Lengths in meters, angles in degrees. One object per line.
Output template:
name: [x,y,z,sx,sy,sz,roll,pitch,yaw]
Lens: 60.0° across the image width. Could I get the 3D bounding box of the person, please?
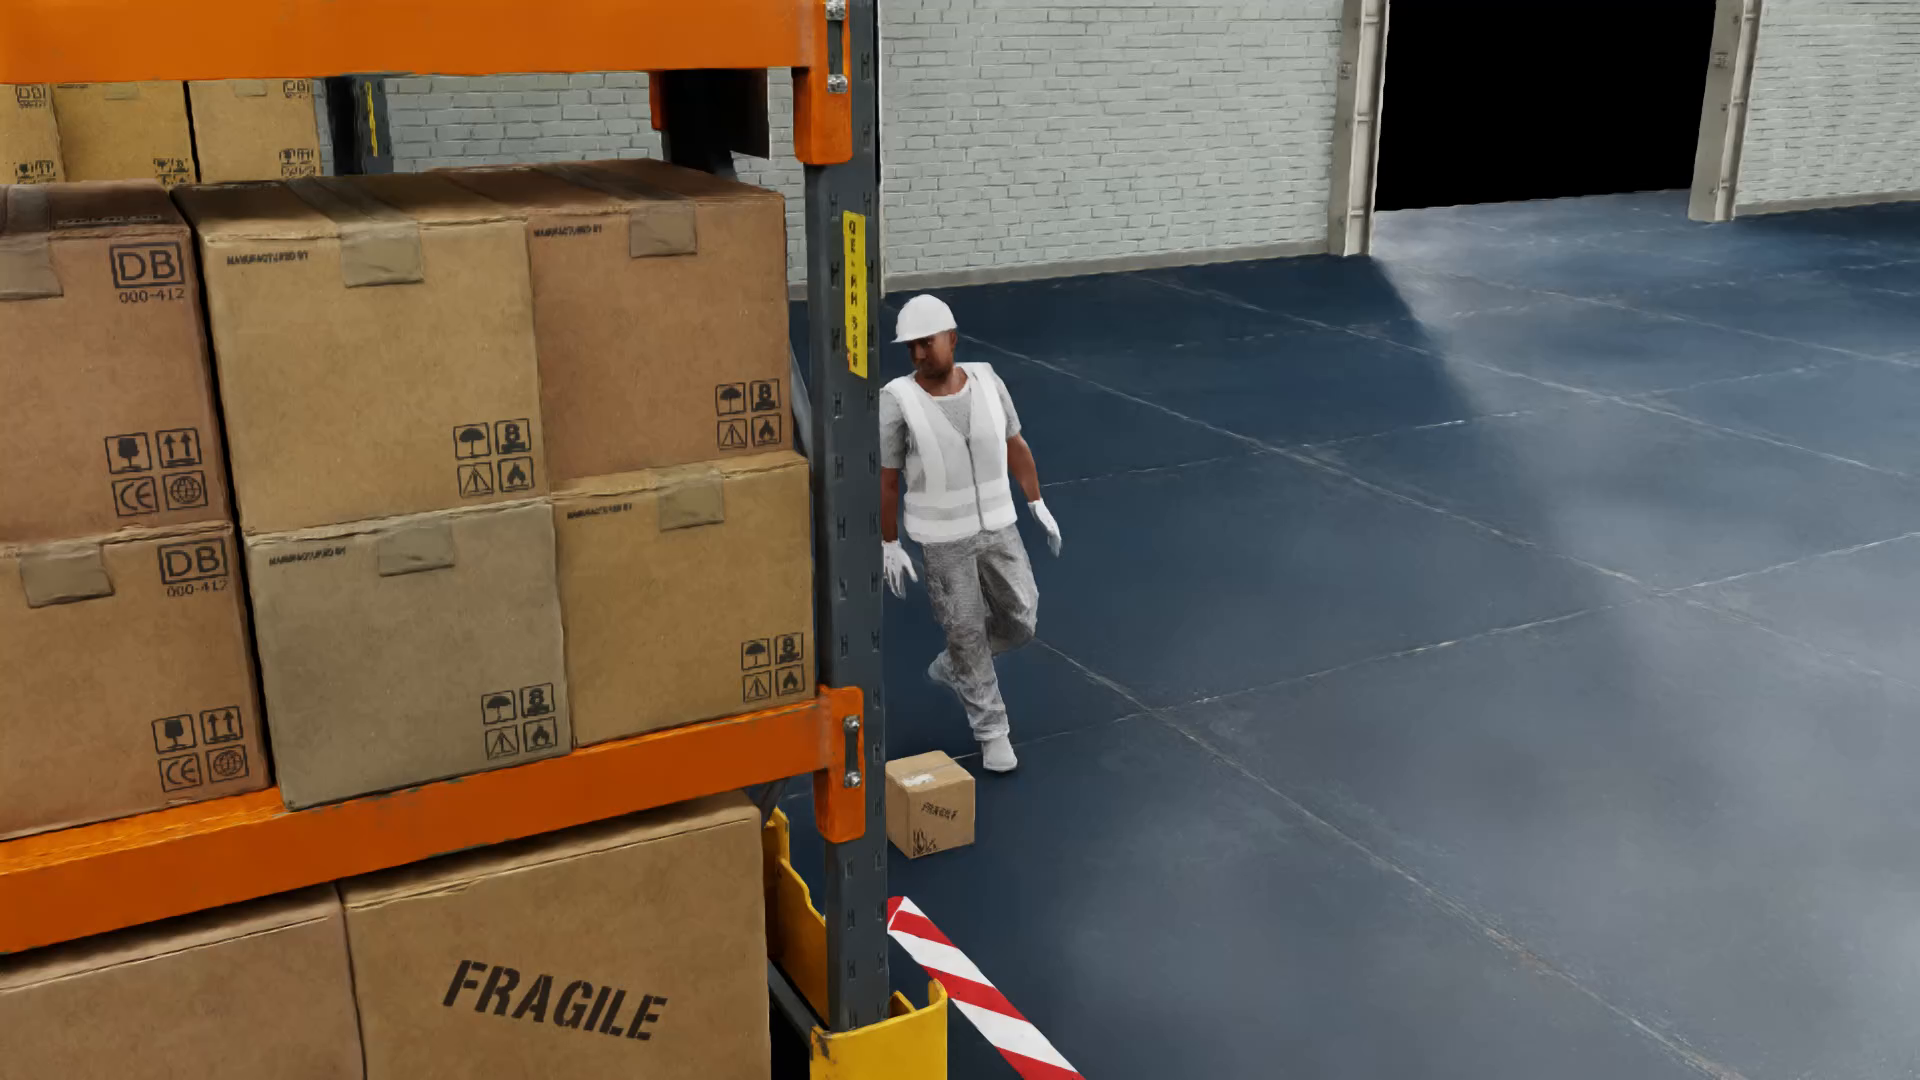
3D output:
person: [0.020,-0.032,6.144,0.667,1.761,0.612,-9,20,-26]
